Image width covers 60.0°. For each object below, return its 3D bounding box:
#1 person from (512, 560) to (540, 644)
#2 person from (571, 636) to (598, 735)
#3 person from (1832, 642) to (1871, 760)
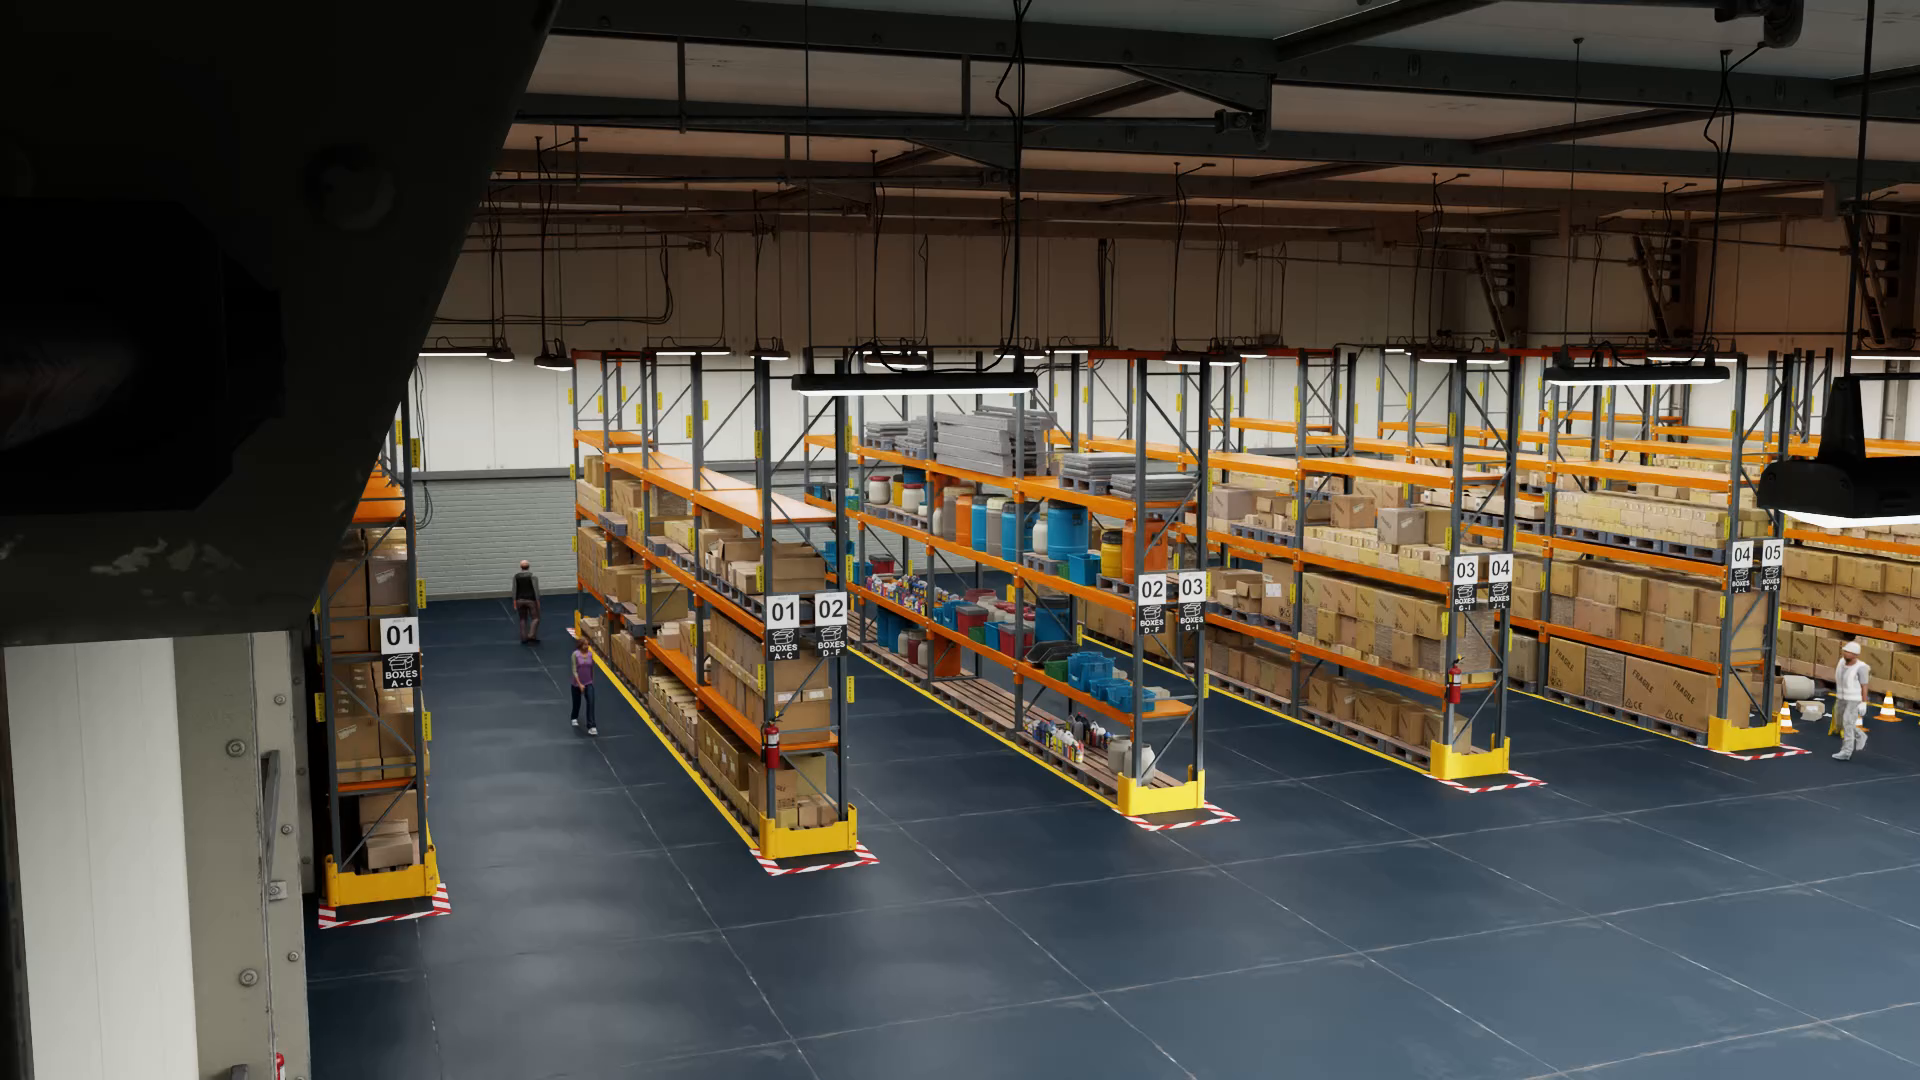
[{"bbox_3d":[-8.854,1.270,33.928,0.570,1.721,0.502,1,7,6],"label":"person"},{"bbox_3d":[-5.968,2.290,26.450,0.404,1.510,0.964,-4,8,-31],"label":"person"},{"bbox_3d":[13.314,2.375,24.769,0.758,1.770,0.562,-2,7,-16],"label":"person"}]
